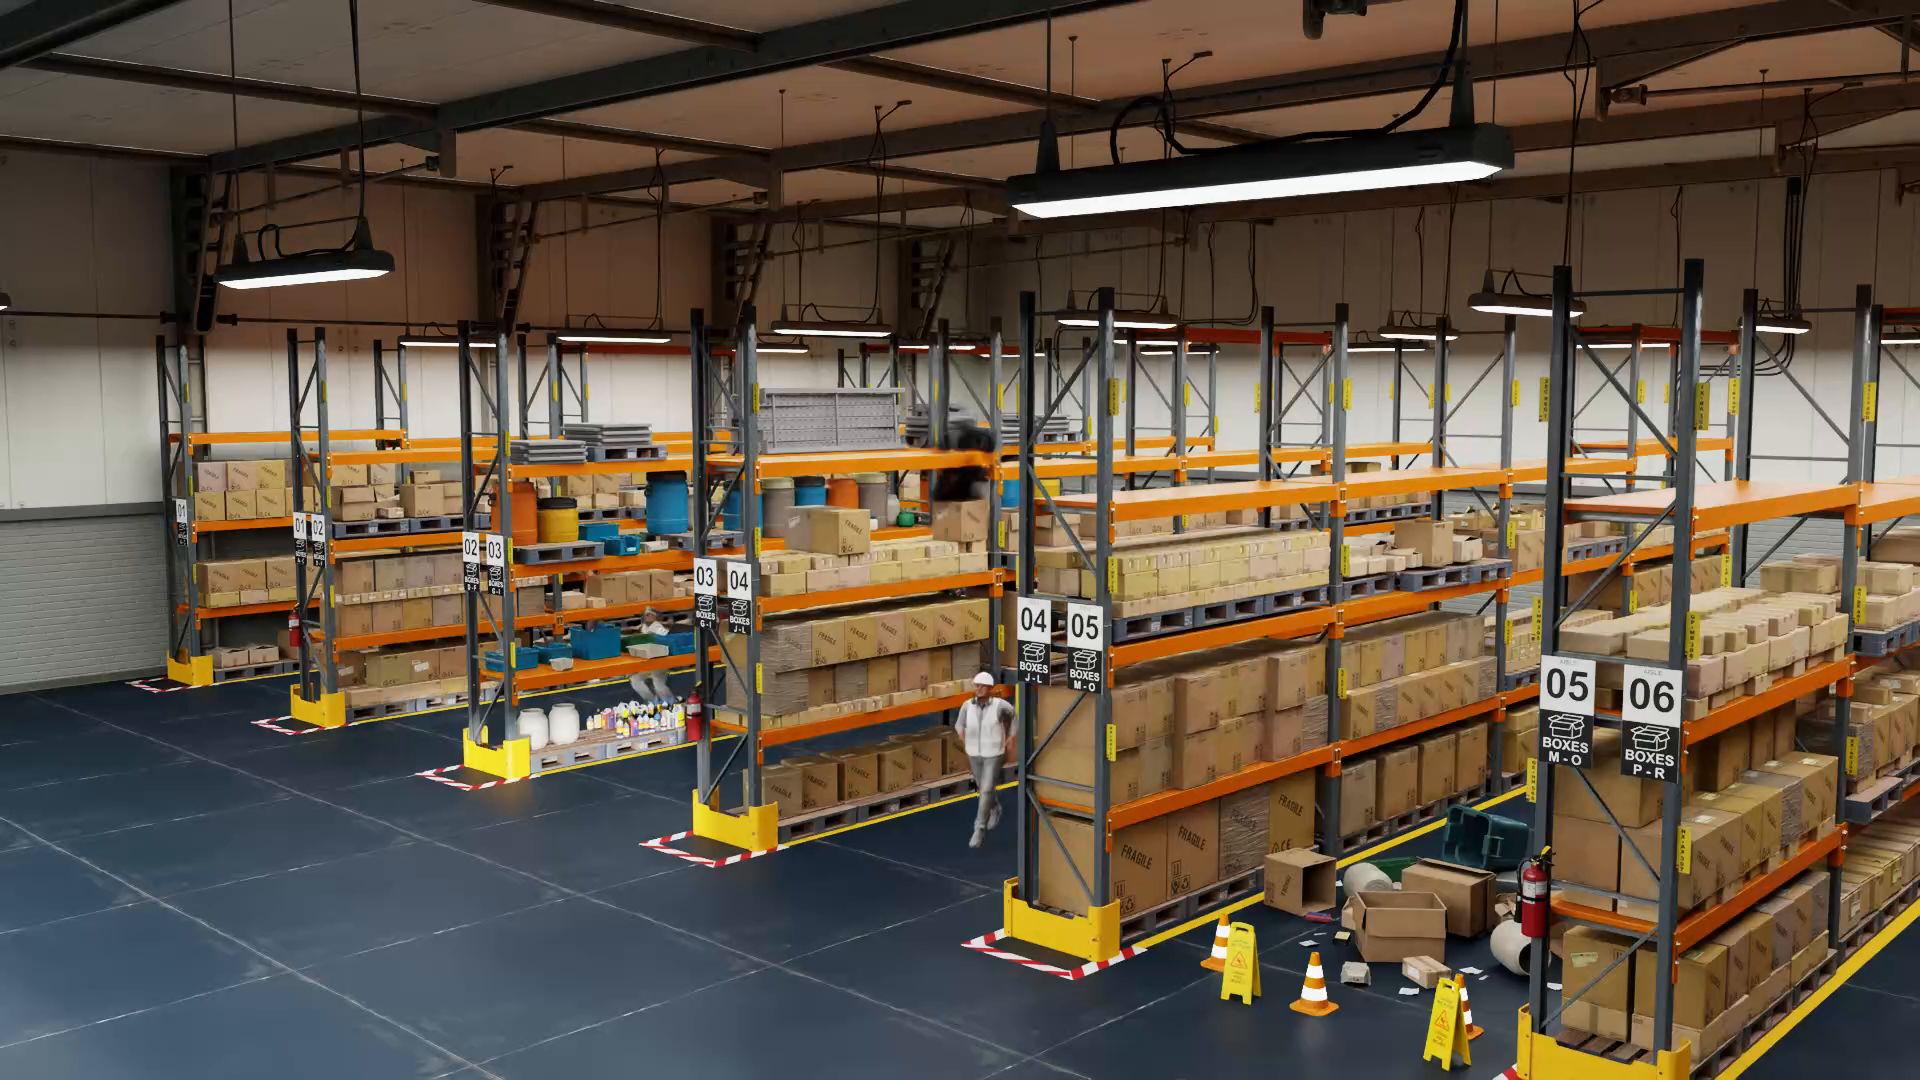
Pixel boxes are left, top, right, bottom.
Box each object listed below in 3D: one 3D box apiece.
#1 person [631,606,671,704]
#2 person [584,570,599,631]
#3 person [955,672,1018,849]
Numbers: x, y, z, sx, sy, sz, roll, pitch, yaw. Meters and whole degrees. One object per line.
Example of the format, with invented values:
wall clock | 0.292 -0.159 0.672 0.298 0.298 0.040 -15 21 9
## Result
person | -4.731 1.882 25.723 0.639 1.766 0.784 4 7 39
person | -6.957 1.378 31.726 0.593 1.640 0.856 4 7 37
person | 0.280 2.334 17.982 0.690 1.837 0.865 2 6 21
